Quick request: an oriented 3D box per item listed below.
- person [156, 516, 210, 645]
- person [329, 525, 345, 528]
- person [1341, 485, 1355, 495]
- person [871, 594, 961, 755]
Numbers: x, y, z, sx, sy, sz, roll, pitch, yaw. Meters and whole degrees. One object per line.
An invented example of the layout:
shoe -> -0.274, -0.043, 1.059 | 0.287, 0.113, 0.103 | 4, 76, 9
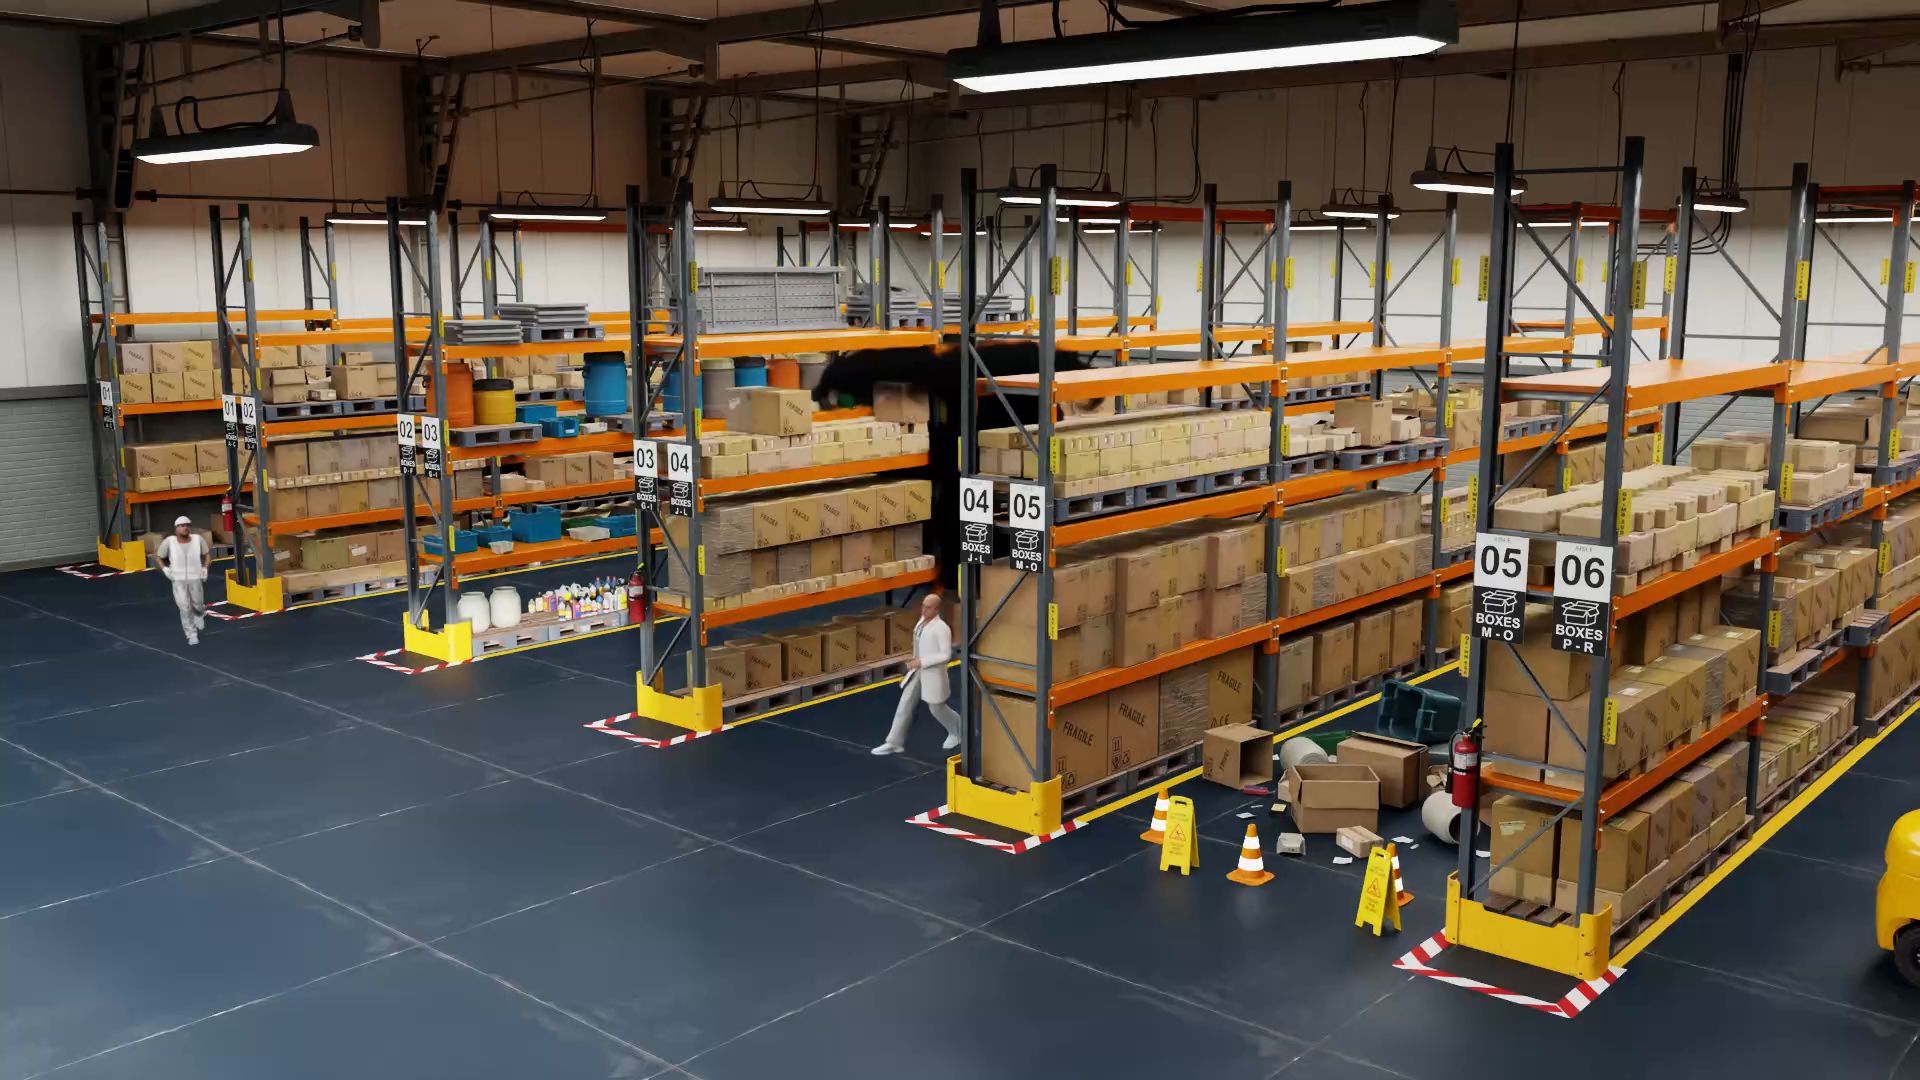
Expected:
person -> -10.642, 0.536, 22.829 | 0.685, 1.758, 0.694 | -6, 11, -30
person -> -10.775, -0.263, 28.465 | 0.638, 1.487, 0.832 | 2, 10, 11
person -> 6.659, -0.207, 27.652 | 1.111, 1.547, 0.683 | -6, 11, -31
person -> -0.309, 1.392, 17.200 | 1.124, 1.723, 0.738 | -7, 11, -34
